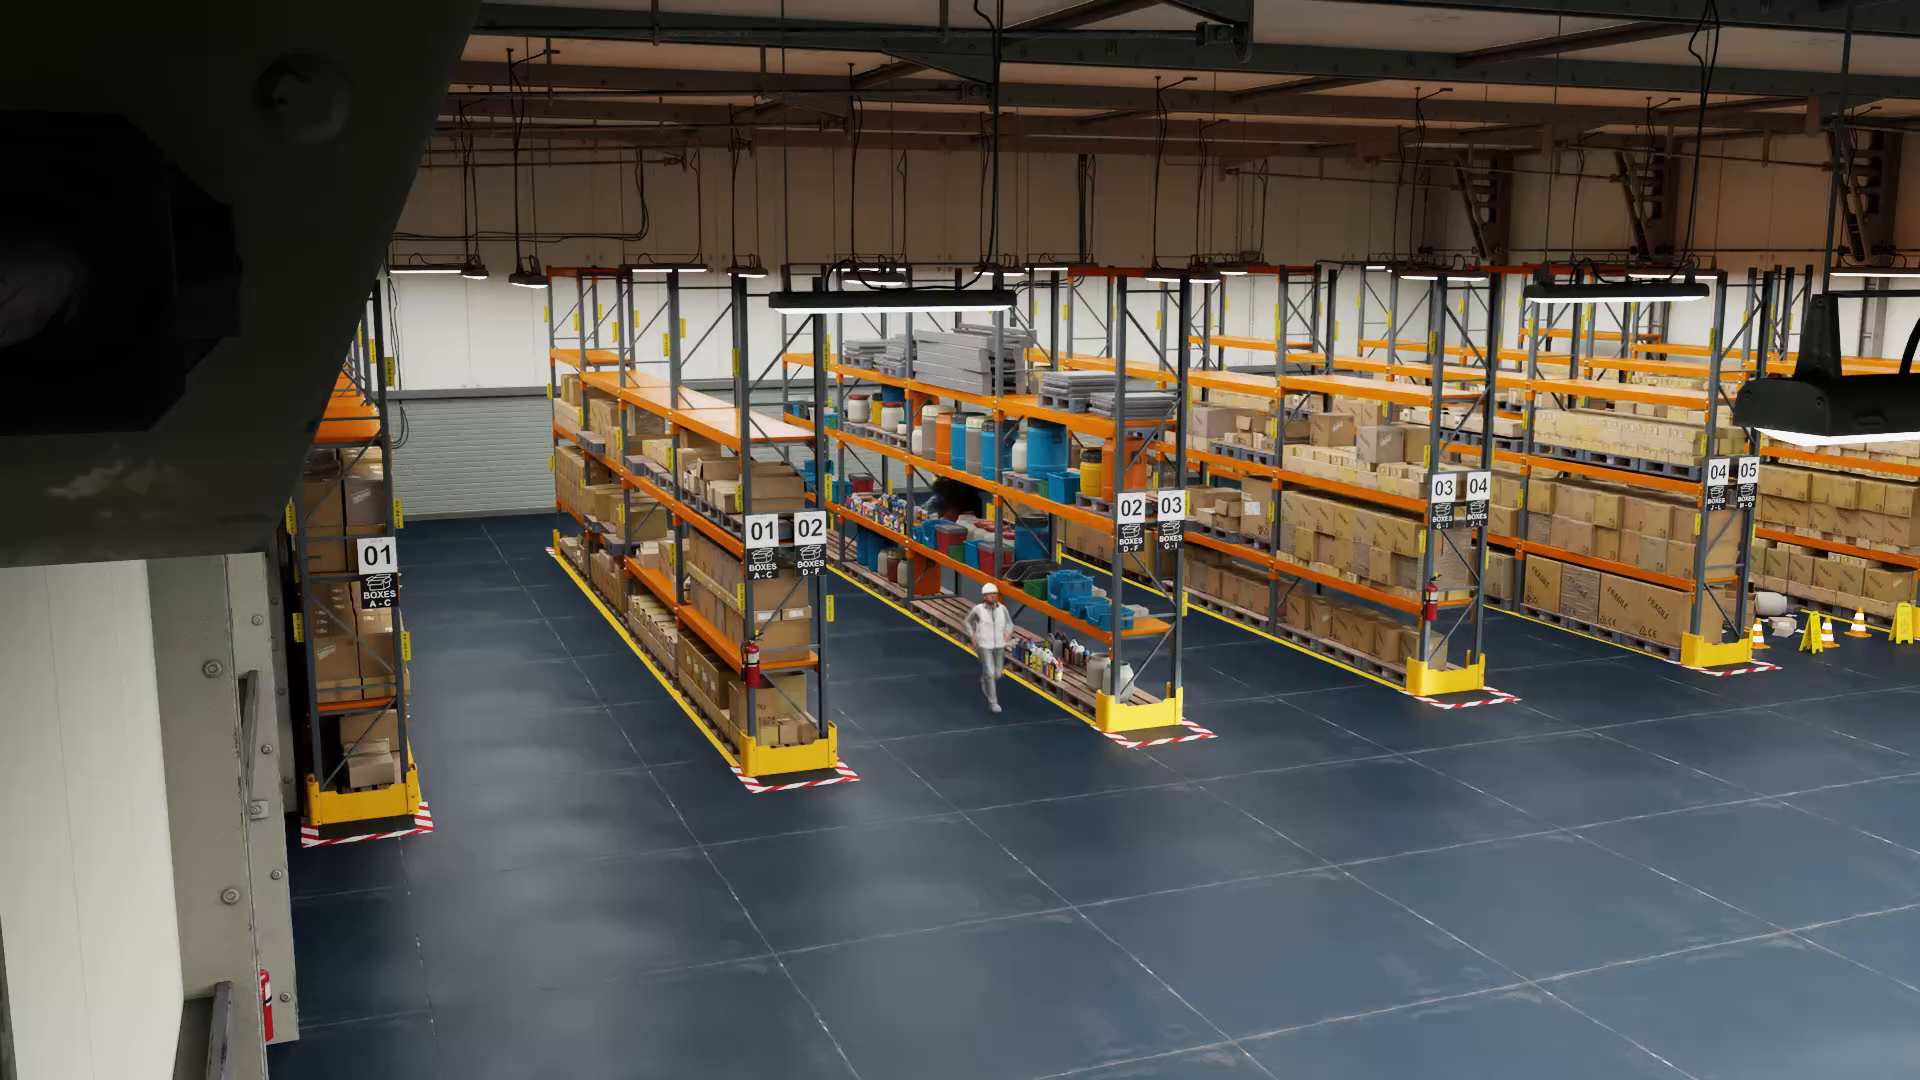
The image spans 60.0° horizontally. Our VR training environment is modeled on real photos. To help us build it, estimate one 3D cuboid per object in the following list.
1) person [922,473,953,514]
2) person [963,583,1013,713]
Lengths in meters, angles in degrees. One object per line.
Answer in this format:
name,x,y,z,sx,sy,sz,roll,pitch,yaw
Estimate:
person,-0.467,-1.375,39.508,0.882,1.760,0.711,-2,10,-10
person,0.408,1.459,23.165,0.684,1.750,0.908,-4,11,-20
